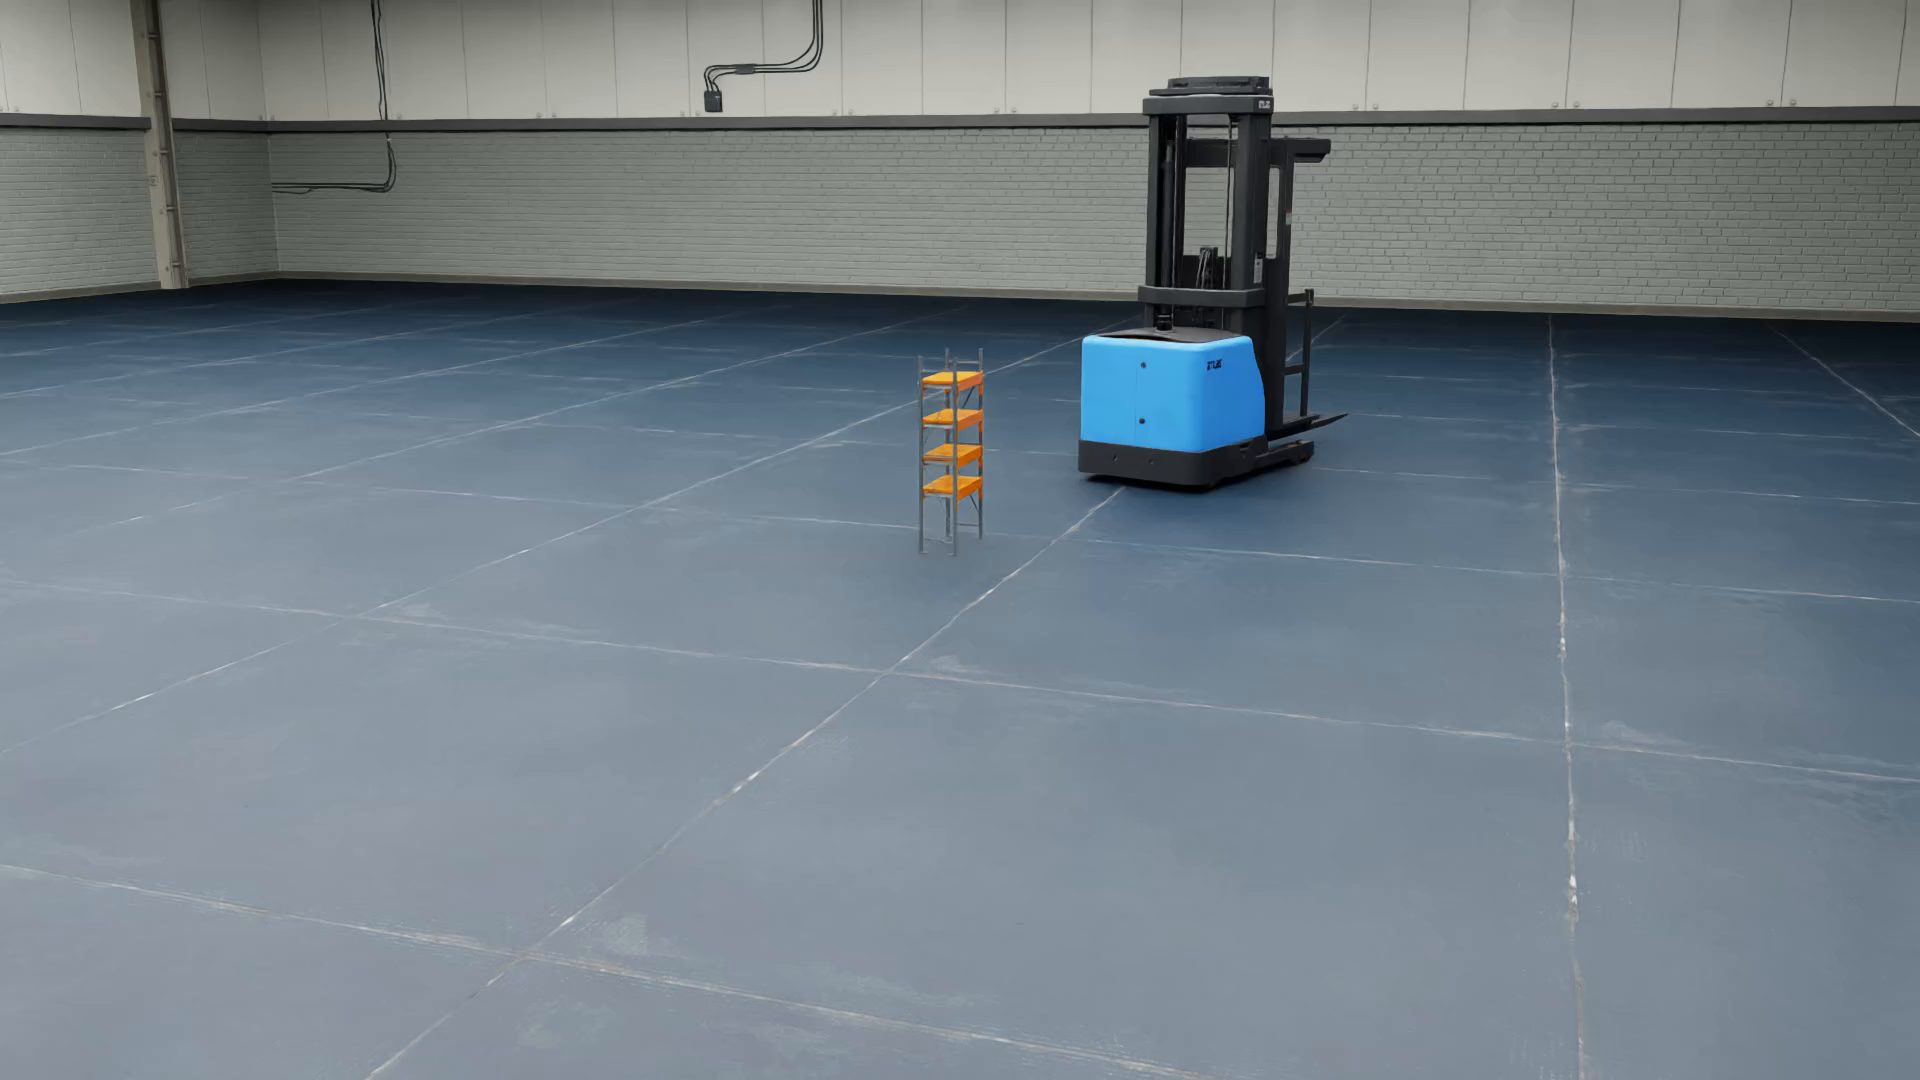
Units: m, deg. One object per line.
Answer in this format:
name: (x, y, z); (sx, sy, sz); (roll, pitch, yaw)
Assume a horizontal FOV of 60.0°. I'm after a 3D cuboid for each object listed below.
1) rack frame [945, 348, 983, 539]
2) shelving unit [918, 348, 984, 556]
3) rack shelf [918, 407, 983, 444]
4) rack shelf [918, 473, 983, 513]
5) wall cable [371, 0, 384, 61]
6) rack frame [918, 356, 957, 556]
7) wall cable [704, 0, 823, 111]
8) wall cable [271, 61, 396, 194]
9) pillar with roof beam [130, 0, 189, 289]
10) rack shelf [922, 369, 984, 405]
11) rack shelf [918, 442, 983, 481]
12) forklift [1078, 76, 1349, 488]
rack frame: (0.025, -0.601, 10.427); (0.240, 1.200, 0.015); (4, 14, 18)
shelving unit: (-0.054, -0.550, 10.202); (0.258, 1.200, 0.503); (4, 14, 18)
rack shelf: (-0.054, -0.703, 10.167); (0.258, 0.148, 0.480); (4, 14, 18)
rack shelf: (-0.054, -0.291, 10.261); (0.258, 0.148, 0.480); (4, 14, 18)
wall cable: (-9.925, -10.370, 31.327); (3.097, 2.526, 0.112); (4, 14, 18)
rack frame: (-0.133, -0.499, 9.977); (0.240, 1.200, 0.015); (4, 14, 18)
wall cable: (-3.507, -10.588, 29.010); (2.305, 6.003, 0.169); (4, 14, 18)
wall cable: (-12.485, -8.103, 32.743); (3.097, 2.526, 0.112); (4, 14, 18)
pillar with roof beam: (-10.616, -8.781, 28.739); (9.100, 9.000, 0.400); (4, 14, 18)
rack shelf: (-0.054, -0.933, 10.114); (0.258, 0.148, 0.480); (4, 14, 18)
rack shelf: (-0.054, -0.485, 10.217); (0.258, 0.148, 0.480); (4, 14, 18)
forklift: (2.166, -2.077, 13.002); (1.130, 2.935, 3.031); (9, 16, 36)
